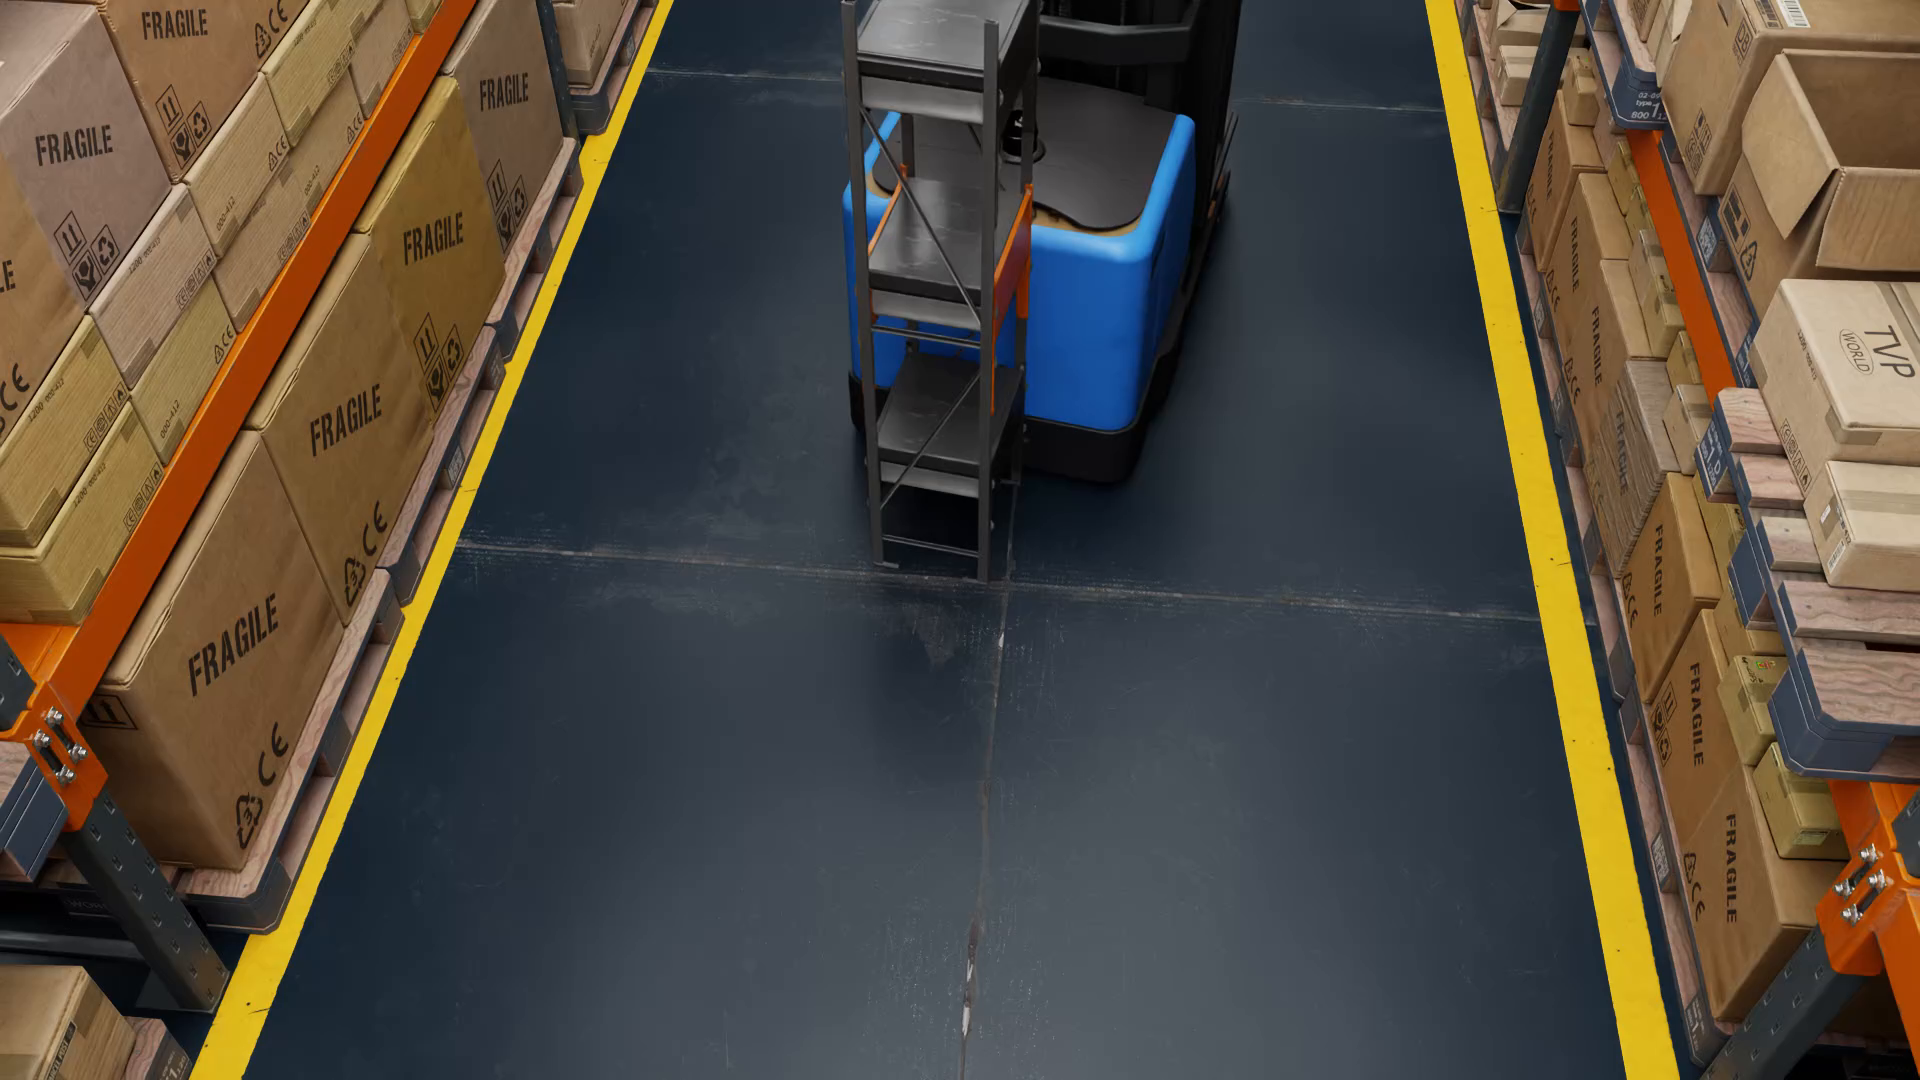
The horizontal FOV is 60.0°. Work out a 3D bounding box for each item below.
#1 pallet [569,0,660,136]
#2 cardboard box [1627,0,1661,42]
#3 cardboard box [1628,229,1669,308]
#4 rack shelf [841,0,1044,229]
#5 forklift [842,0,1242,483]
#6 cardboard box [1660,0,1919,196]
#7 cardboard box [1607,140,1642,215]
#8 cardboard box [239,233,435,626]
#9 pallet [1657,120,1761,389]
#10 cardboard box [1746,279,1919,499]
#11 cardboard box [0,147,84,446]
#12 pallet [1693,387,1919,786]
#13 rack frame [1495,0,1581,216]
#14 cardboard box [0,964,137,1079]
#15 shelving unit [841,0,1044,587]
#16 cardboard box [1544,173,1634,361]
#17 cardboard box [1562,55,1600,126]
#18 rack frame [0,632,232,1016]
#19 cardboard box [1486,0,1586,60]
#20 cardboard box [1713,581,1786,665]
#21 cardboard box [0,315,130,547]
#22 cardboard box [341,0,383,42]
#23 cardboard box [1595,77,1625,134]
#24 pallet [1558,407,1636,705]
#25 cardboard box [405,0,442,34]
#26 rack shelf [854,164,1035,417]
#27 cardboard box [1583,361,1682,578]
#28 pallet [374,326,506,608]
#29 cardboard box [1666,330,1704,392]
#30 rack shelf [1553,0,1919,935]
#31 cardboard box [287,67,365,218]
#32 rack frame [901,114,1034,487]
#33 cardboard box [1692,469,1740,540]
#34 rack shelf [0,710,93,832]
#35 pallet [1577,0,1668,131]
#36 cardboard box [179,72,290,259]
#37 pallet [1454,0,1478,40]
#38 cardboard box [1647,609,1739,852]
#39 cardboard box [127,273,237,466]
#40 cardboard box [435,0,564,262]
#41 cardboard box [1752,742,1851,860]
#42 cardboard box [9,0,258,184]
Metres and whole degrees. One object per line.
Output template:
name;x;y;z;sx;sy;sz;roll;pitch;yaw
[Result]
pallet;-2.024;-2.340;7.748;1.003;0.211;1.213;4;48;4
cardboard box;2.458;-1.851;5.058;0.700;0.500;0.500;4;48;4
cardboard box;2.443;-0.887;5.498;0.380;0.149;0.250;4;48;3
rack shelf;-0.039;-1.229;4.521;0.431;0.518;0.480;11;48;10
forklift;0.504;-2.303;5.870;1.130;2.935;3.031;12;49;11
cardboard box;2.386;-1.275;4.531;0.700;0.500;0.500;4;48;3
cardboard box;2.514;-1.270;5.849;0.380;0.149;0.250;2;48;2
cardboard box;-2.305;-0.370;5.211;0.875;0.875;0.875;4;48;4
pallet;2.580;-0.822;4.599;1.003;0.211;1.213;4;48;4
cardboard box;2.181;-0.346;3.851;0.500;0.250;0.500;2;48;2
cardboard box;-2.247;-0.506;3.435;0.500;0.500;0.500;2;48;2
pallet;2.399;0.104;3.752;1.213;0.211;1.003;4;48;4
rack frame;2.772;-2.397;5.910;1.000;3.000;0.127;4;48;4
cardboard box;-2.597;1.371;3.960;0.950;0.372;0.625;1;48;1
shelving unit;-0.039;-0.766;5.028;0.431;2.100;0.503;11;48;10
cardboard box;2.465;-0.963;6.007;0.500;0.500;0.500;3;48;3
cardboard box;2.474;-1.668;6.213;0.380;0.149;0.250;6;48;5
rack frame;-2.536;0.211;3.524;1.000;3.000;0.127;4;48;4
cardboard box;2.563;-2.307;7.396;0.396;0.266;0.258;5;48;5
cardboard box;2.262;0.252;4.456;0.380;0.149;0.250;2;48;2
cardboard box;-2.244;-0.263;3.720;0.500;0.250;0.500;4;48;3
cardboard box;-2.049;-1.757;5.087;0.500;0.250;0.500;5;48;4
cardboard box;2.498;-1.574;5.925;0.380;0.149;0.250;2;48;2
pallet;2.627;0.043;5.567;1.003;0.211;1.213;4;48;4
cardboard box;-2.009;-1.957;5.608;0.500;0.250;0.500;3;48;3
rack shelf;-0.039;-0.757;5.038;0.431;0.518;0.480;11;48;10
cardboard box;2.362;-0.216;5.324;0.500;0.500;0.500;2;48;2
pallet;-2.275;-0.316;5.896;1.003;0.211;1.213;4;48;4
cardboard box;2.422;-0.504;5.148;0.380;0.149;0.250;4;48;4
rack shelf;2.590;-0.684;4.831;1.077;0.370;4.000;4;48;4
cardboard box;-2.116;-1.207;4.923;0.500;0.250;0.500;4;48;4
rack frame;0.021;-0.941;5.187;0.400;2.100;0.015;11;48;10
cardboard box;2.354;-0.122;4.799;0.380;0.149;0.250;3;48;3
rack shelf;-2.718;1.924;2.445;1.077;0.370;4.000;4;48;4
pallet;2.590;-1.752;5.450;1.003;0.211;1.213;4;48;4
cardboard box;-2.138;-1.008;4.402;0.500;0.250;0.500;4;48;3
pallet;2.944;-2.859;8.222;1.003;0.211;1.213;4;48;4
cardboard box;2.288;0.552;4.622;0.500;0.500;0.500;3;48;3
cardboard box;-2.212;-0.459;4.239;0.500;0.250;0.500;3;48;2
cardboard box;-2.148;-1.692;6.420;0.875;0.875;0.875;5;48;5
cardboard box;2.200;0.645;4.097;0.380;0.149;0.250;2;48;2
cardboard box;-2.149;-1.250;4.115;0.500;0.500;0.500;5;48;5
